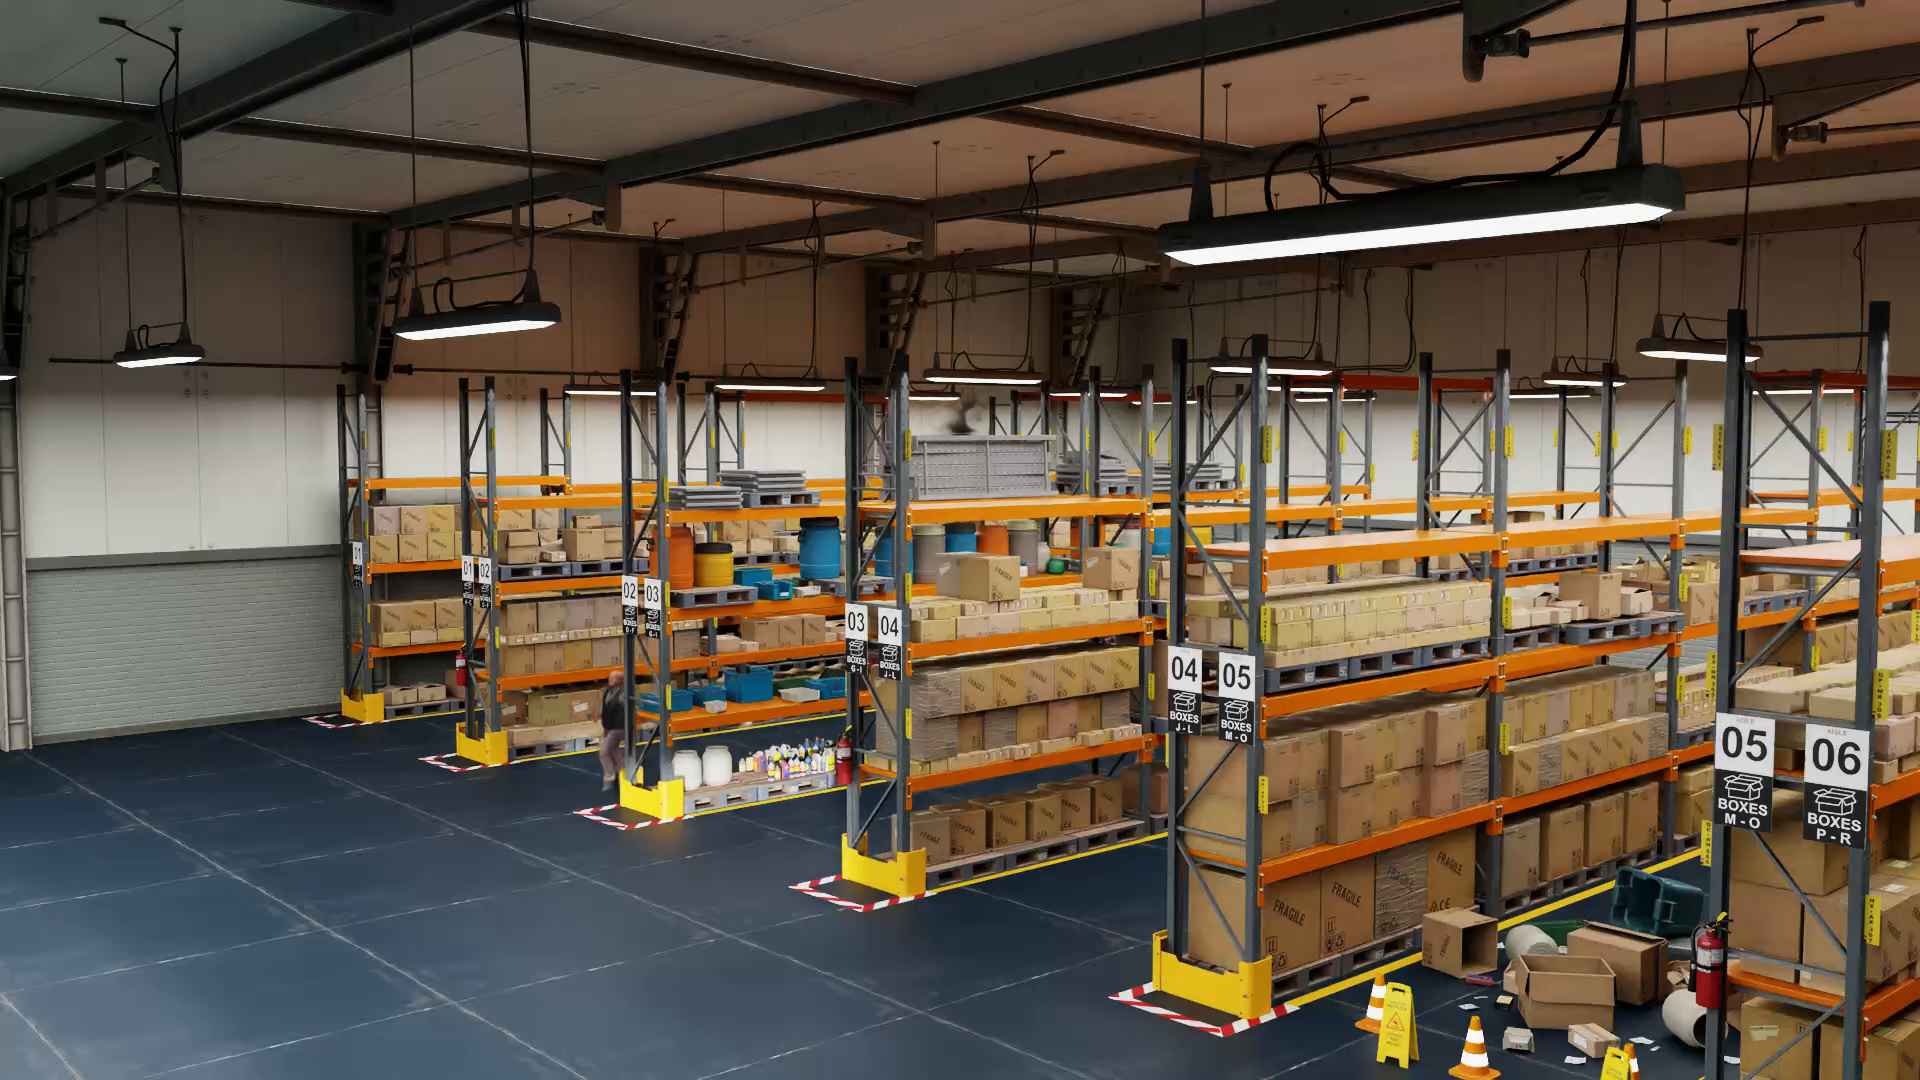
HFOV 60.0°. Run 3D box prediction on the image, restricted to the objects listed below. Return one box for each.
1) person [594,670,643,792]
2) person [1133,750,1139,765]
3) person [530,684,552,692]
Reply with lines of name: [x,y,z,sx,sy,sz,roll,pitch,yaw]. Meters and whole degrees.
person: [-4.925,2.755,23.964,0.711,1.774,0.721,3,5,42]
person: [2.689,2.700,25.573,0.540,1.561,0.520,3,5,38]
person: [-7.149,2.491,28.554,0.503,1.617,0.682,3,5,37]
